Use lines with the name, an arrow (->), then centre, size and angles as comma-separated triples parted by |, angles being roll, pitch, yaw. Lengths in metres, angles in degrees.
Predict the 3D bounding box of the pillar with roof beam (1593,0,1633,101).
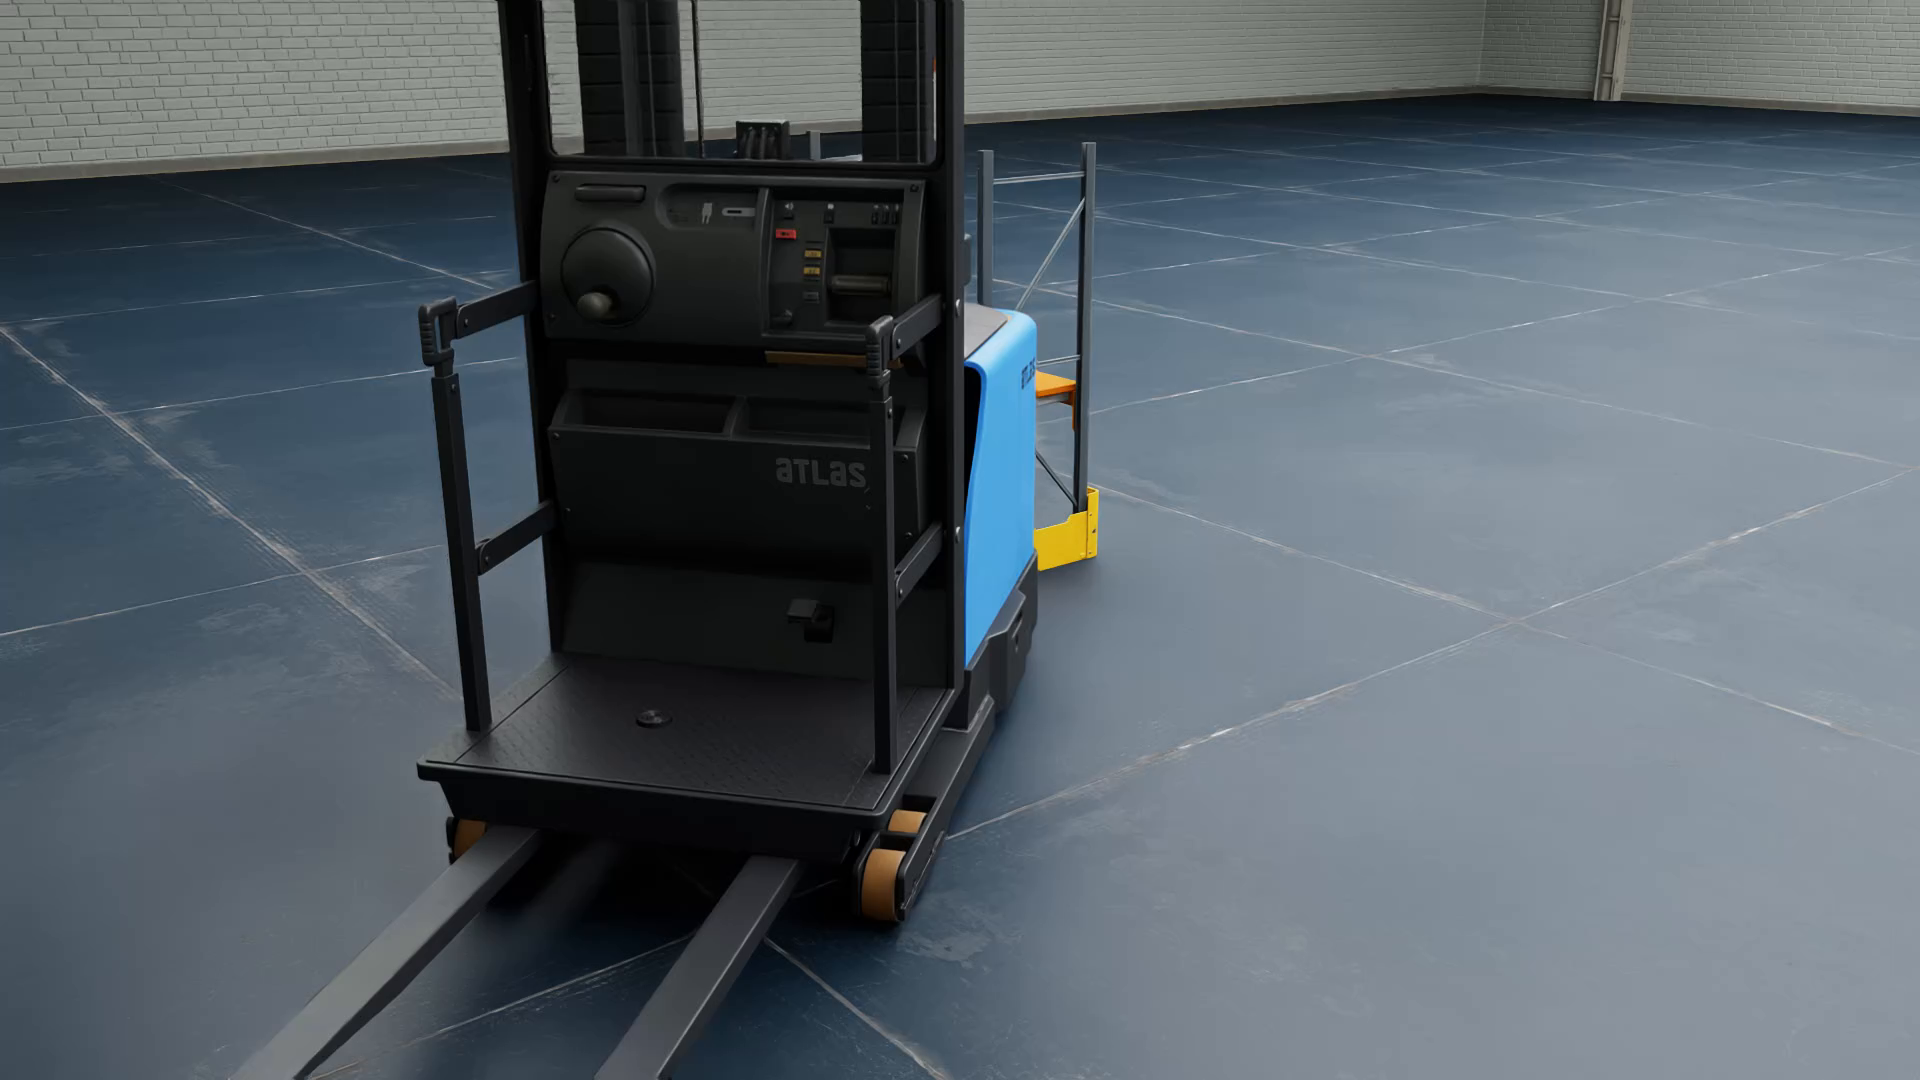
pillar with roof beam -> 8.903, -11.772, 27.597 | 9.100, 9.000, 0.400 | -14, 23, -36

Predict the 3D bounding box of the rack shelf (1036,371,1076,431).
rack shelf -> -0.053, -0.562, 6.247 | 0.538, 0.185, 1.000 | -14, 23, -36

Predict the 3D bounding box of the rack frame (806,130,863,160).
rack frame -> -0.369, -0.858, 6.569 | 0.500, 1.500, 0.032 | -14, 23, -36

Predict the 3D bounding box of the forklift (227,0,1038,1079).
forklift -> -0.586, -0.658, 3.687 | 1.130, 2.935, 3.031 | 4, 19, 12

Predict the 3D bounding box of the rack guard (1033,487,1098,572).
rack guard -> 0.262, -0.015, 6.009 | 0.587, 0.250, 0.087 | -14, 23, -36

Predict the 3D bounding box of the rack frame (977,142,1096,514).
rack frame -> 0.263, -0.608, 5.812 | 0.500, 1.500, 0.032 | -14, 23, -36

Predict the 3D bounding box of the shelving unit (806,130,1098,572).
shelving unit -> -0.047, -0.731, 6.183 | 0.587, 1.500, 1.083 | -14, 23, -36
